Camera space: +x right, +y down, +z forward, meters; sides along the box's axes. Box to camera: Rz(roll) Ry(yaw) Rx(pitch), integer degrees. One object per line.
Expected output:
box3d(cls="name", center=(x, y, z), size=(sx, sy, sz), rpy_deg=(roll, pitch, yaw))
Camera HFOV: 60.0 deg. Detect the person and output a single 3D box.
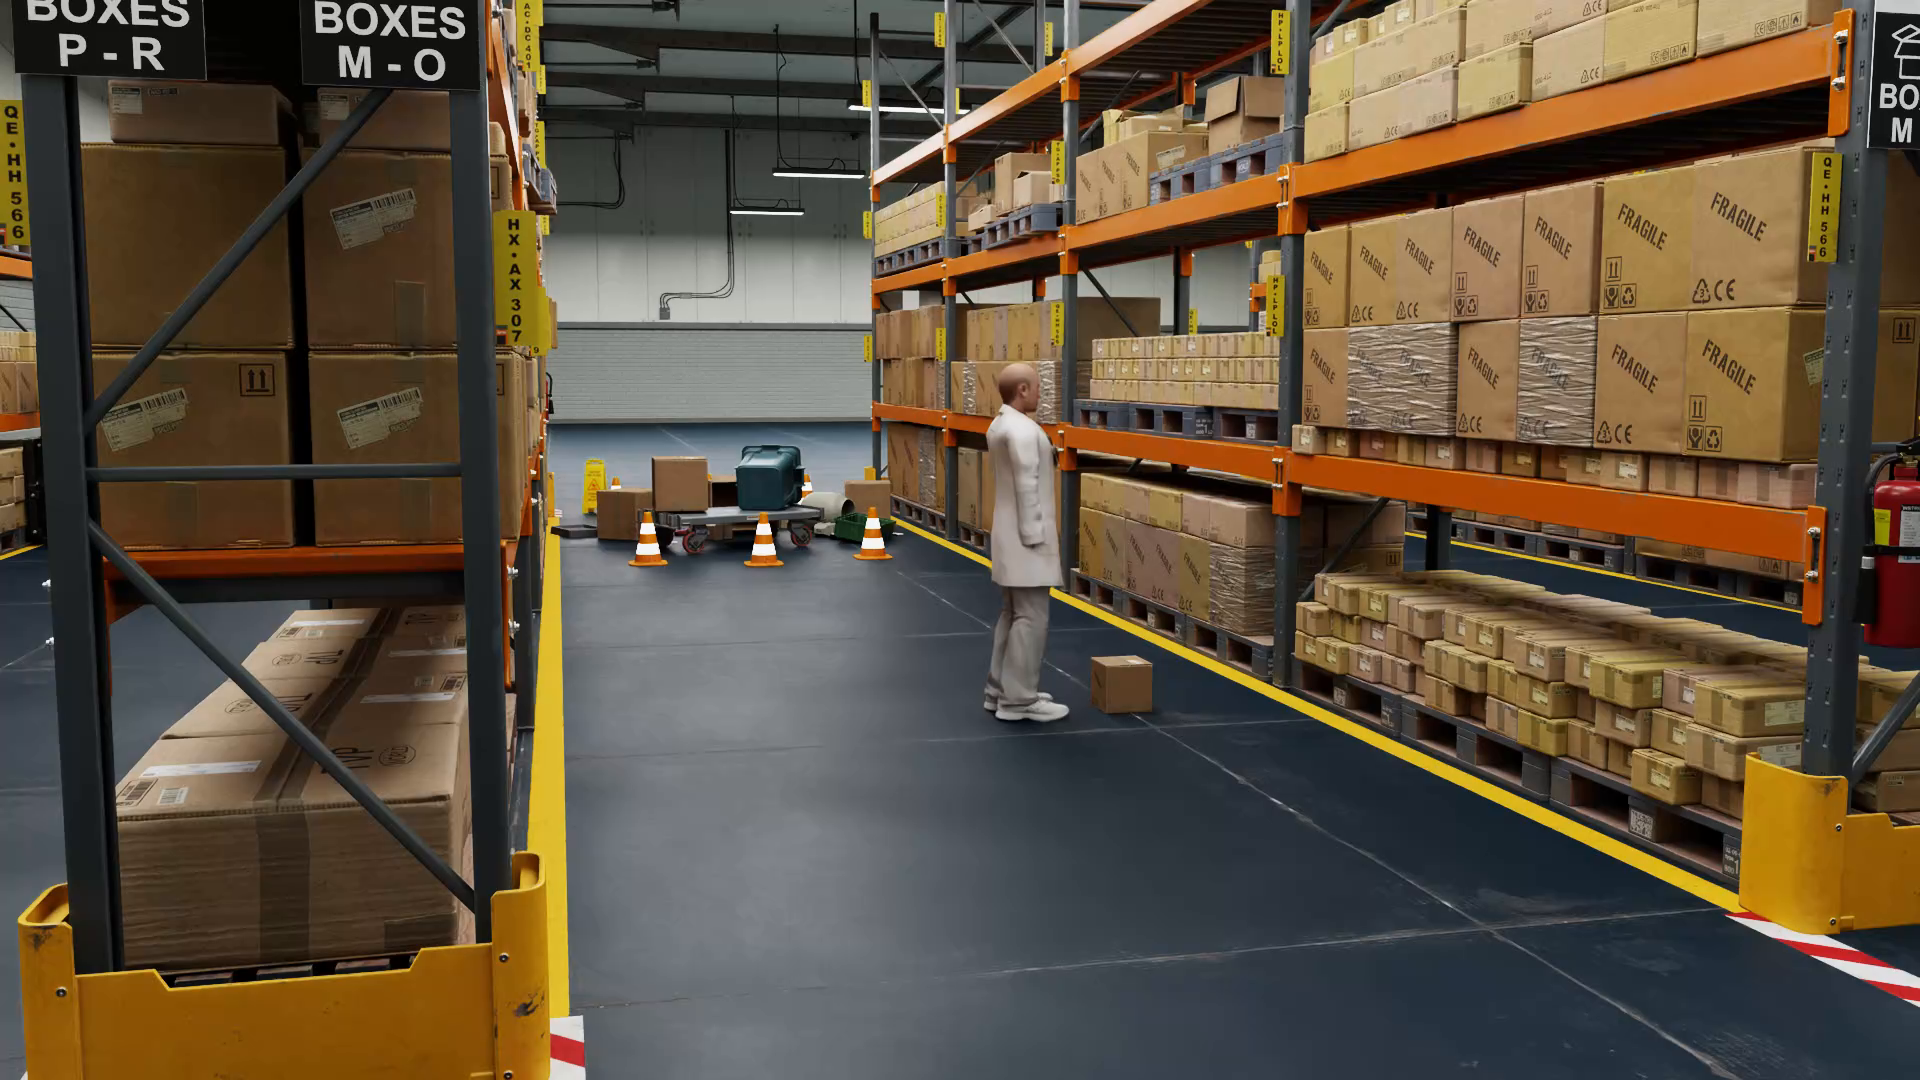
box3d(cls="person", center=(0.326, 0.000, 8.399), size=(0.379, 1.775, 0.562), rpy_deg=(-1, 6, -12))
